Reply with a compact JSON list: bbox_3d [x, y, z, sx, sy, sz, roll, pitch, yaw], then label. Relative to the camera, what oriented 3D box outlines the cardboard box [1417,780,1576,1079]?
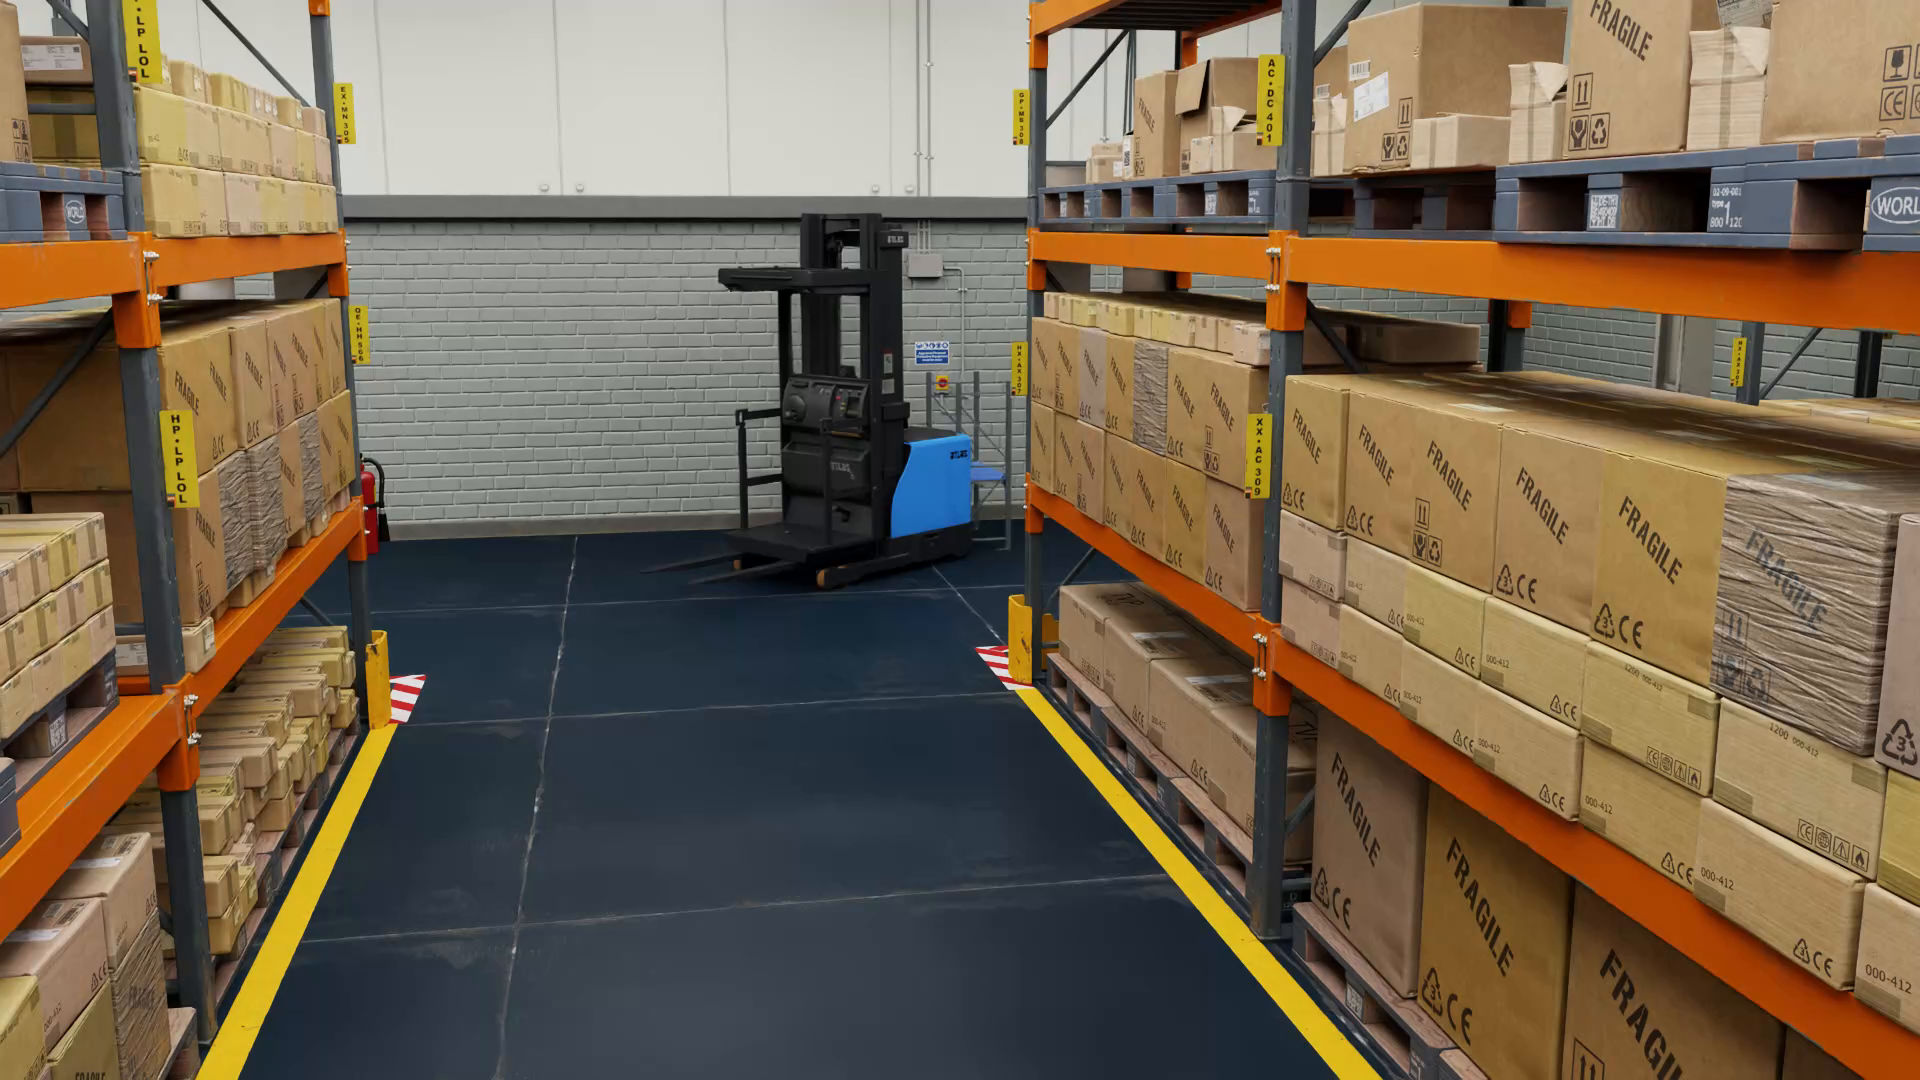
[{"bbox_3d":[2.073,1.236,5.294,0.875,0.875,0.875,-2,11,-9],"label":"cardboard box"}]

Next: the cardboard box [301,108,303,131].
[{"bbox_3d":[-3.597,-2.156,8.530,0.380,0.149,0.250,-2,11,-10],"label":"cardboard box"}]

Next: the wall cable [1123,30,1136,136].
[{"bbox_3d":[3.008,-4.731,15.940,2.988,3.039,0.133,-2,11,-11],"label":"wall cable"}]

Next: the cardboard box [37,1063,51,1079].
[{"bbox_3d":[-2.559,1.657,4.083,0.500,0.500,0.500,-2,11,-12],"label":"cardboard box"}]

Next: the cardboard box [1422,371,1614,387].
[{"bbox_3d":[2.024,-0.345,6.101,0.500,0.500,0.500,-2,11,-9],"label":"cardboard box"}]

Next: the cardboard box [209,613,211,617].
[{"bbox_3d":[-3.106,0.289,6.383,0.380,0.149,0.250,-3,11,-14],"label":"cardboard box"}]

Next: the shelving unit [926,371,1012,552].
[{"bbox_3d":[0.069,-0.734,15.094,0.538,1.500,1.048,-3,11,-15],"label":"shelving unit"}]

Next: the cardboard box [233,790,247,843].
[{"bbox_3d":[-3.171,1.154,6.868,0.380,0.149,0.250,-3,11,-14],"label":"cardboard box"}]

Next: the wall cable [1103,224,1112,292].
[{"bbox_3d":[1.182,-2.198,16.057,0.588,1.984,0.122,-2,11,-11],"label":"wall cable"}]

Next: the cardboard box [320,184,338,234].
[{"bbox_3d":[-3.575,-1.739,8.743,0.500,0.250,0.500,-2,11,-12],"label":"cardboard box"}]

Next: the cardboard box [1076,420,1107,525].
[{"bbox_3d":[0.932,-0.376,8.938,0.500,0.500,0.500,-2,11,-11],"label":"cardboard box"}]

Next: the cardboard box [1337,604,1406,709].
[{"bbox_3d":[1.620,0.381,5.627,0.500,0.250,0.500,-2,11,-12],"label":"cardboard box"}]

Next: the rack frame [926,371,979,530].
[{"bbox_3d":[-0.067,-0.825,15.575,0.500,1.500,0.032,-3,11,-15],"label":"rack frame"}]

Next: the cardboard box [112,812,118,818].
[{"bbox_3d":[-3.588,1.026,6.750,0.380,0.149,0.250,-2,11,-9],"label":"cardboard box"}]

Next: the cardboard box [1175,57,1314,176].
[{"bbox_3d":[1.397,-1.904,7.541,0.797,0.503,0.637,-1,11,-7],"label":"cardboard box"}]

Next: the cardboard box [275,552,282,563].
[{"bbox_3d":[-3.351,0.048,7.650,0.380,0.149,0.250,-2,11,-10],"label":"cardboard box"}]

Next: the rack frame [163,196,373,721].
[{"bbox_3d":[-3.923,-0.413,9.397,1.000,3.000,0.127,-2,11,-11],"label":"rack frame"}]

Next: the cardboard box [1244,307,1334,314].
[{"bbox_3d":[1.586,-1.037,7.997,0.380,0.149,0.250,-2,11,-11],"label":"cardboard box"}]

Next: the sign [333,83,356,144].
[{"bbox_3d":[-3.375,-2.338,9.121,0.100,0.325,0.005,-2,11,-11],"label":"sign"}]

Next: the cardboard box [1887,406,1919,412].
[{"bbox_3d":[6.230,-0.696,10.489,0.500,0.250,0.500,-2,11,-11],"label":"cardboard box"}]

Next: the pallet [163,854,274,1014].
[{"bbox_3d":[-3.310,1.569,6.444,1.003,0.211,1.213,-2,11,-11],"label":"pallet"}]

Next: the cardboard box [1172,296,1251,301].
[{"bbox_3d":[1.393,-1.274,9.246,0.380,0.149,0.250,-2,11,-10],"label":"cardboard box"}]

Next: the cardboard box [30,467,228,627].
[{"bbox_3d":[-2.994,0.025,6.031,0.500,0.500,0.500,-2,11,-12],"label":"cardboard box"}]

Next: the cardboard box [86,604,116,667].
[{"bbox_3d":[-2.874,0.303,5.182,0.380,0.149,0.250,-2,11,-12],"label":"cardboard box"}]

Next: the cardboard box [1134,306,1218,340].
[{"bbox_3d":[1.070,-1.063,8.136,0.380,0.149,0.250,-2,11,-11],"label":"cardboard box"}]

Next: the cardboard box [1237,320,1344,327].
[{"bbox_3d":[1.374,-0.834,6.933,0.380,0.149,0.250,-2,11,-10],"label":"cardboard box"}]

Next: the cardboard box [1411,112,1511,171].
[{"bbox_3d":[1.594,-1.198,5.002,0.380,0.166,0.250,-3,11,-15],"label":"cardboard box"}]

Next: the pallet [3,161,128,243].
[{"bbox_3d":[-3.129,-0.944,4.665,1.213,0.211,1.003,-2,11,-11],"label":"pallet"}]

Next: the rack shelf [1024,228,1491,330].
[{"bbox_3d":[1.302,-1.365,8.300,1.077,0.370,4.000,-2,11,-11],"label":"rack shelf"}]

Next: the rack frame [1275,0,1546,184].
[{"bbox_3d":[1.691,-2.825,6.025,1.000,3.000,0.127,-2,11,-11],"label":"rack frame"}]

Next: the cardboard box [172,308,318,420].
[{"bbox_3d":[-3.381,-0.837,7.886,0.500,0.500,0.500,-2,11,-8],"label":"cardboard box"}]

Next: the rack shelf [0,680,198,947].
[{"bbox_3d":[-2.756,1.041,3.683,1.077,0.370,4.000,-2,11,-11],"label":"rack shelf"}]

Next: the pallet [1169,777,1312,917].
[{"bbox_3d":[1.620,1.350,7.594,1.003,0.211,1.213,-2,11,-11],"label":"pallet"}]

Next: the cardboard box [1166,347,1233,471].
[{"bbox_3d":[1.237,-0.588,7.376,0.500,0.500,0.500,-2,11,-12],"label":"cardboard box"}]

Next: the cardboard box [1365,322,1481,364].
[{"bbox_3d":[1.884,-0.804,6.776,0.380,0.149,0.250,-2,11,-12],"label":"cardboard box"}]

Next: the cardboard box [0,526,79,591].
[{"bbox_3d":[-2.822,0.061,4.863,0.380,0.149,0.250,-2,11,-13],"label":"cardboard box"}]

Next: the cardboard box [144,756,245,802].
[{"bbox_3d":[-3.175,1.008,6.844,0.380,0.149,0.250,-2,11,-12],"label":"cardboard box"}]

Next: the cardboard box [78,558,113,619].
[{"bbox_3d":[-2.874,0.157,5.154,0.380,0.149,0.250,-2,11,-9],"label":"cardboard box"}]

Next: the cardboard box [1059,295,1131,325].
[{"bbox_3d":[0.769,-1.298,9.371,0.380,0.149,0.250,-2,11,-9],"label":"cardboard box"}]

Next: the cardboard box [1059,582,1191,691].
[{"bbox_3d":[1.139,0.558,10.024,0.875,0.438,0.875,-3,11,-13],"label":"cardboard box"}]

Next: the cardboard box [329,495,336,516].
[{"bbox_3d":[-3.571,-0.193,8.914,0.380,0.149,0.250,-2,11,-11],"label":"cardboard box"}]

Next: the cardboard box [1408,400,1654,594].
[{"bbox_3d":[1.716,-0.143,5.035,0.500,0.500,0.500,-2,11,-12],"label":"cardboard box"}]

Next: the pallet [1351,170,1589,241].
[{"bbox_3d":[1.918,-1.091,5.449,0.805,0.209,1.217,-3,11,-13],"label":"pallet"}]

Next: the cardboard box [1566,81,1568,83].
[{"bbox_3d":[2.068,-1.360,5.465,0.500,0.311,0.500,-2,11,-11],"label":"cardboard box"}]

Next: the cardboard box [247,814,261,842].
[{"bbox_3d":[-3.237,1.251,7.156,0.380,0.149,0.250,-3,11,-13],"label":"cardboard box"}]

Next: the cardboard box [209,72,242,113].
[{"bbox_3d":[-3.173,-1.826,6.795,0.380,0.149,0.250,-2,11,-8],"label":"cardboard box"}]

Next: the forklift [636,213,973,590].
[{"bbox_3d":[-1.241,-1.149,13.445,1.130,2.935,3.031,9,14,40],"label":"forklift"}]

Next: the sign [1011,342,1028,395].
[{"bbox_3d":[0.367,-1.057,10.252,0.100,0.325,0.005,-2,11,-11],"label":"sign"}]

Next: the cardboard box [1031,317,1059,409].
[{"bbox_3d":[0.727,-1.053,9.821,0.500,0.500,0.500,-2,11,-12],"label":"cardboard box"}]

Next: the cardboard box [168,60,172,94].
[{"bbox_3d":[-3.089,-1.678,6.018,0.380,0.149,0.250,-2,11,-12],"label":"cardboard box"}]

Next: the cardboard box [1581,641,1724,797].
[{"bbox_3d":[1.902,0.417,4.100,0.500,0.250,0.500,-2,11,-12],"label":"cardboard box"}]

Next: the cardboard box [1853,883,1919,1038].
[{"bbox_3d":[2.116,0.846,3.183,0.500,0.250,0.500,-3,11,-13],"label":"cardboard box"}]

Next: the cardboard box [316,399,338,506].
[{"bbox_3d":[-3.488,-0.440,8.479,0.500,0.500,0.500,-2,11,-12],"label":"cardboard box"}]

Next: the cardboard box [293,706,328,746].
[{"bbox_3d":[-3.324,0.911,8.146,0.380,0.149,0.250,-2,11,-10],"label":"cardboard box"}]

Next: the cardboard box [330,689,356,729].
[{"bbox_3d":[-3.467,0.914,8.929,0.380,0.149,0.250,-2,11,-9],"label":"cardboard box"}]

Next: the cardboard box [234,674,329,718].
[{"bbox_3d":[-3.309,0.765,8.119,0.380,0.149,0.250,-2,11,-9],"label":"cardboard box"}]

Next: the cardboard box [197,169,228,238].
[{"bbox_3d":[-3.083,-1.265,6.254,0.500,0.250,0.500,-2,11,-12],"label":"cardboard box"}]

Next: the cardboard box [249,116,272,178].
[{"bbox_3d":[-3.299,-1.702,7.214,0.500,0.250,0.500,-3,11,-13],"label":"cardboard box"}]

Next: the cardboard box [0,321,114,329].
[{"bbox_3d":[-3.693,-0.631,6.806,0.500,0.500,0.500,-2,11,-10],"label":"cardboard box"}]
